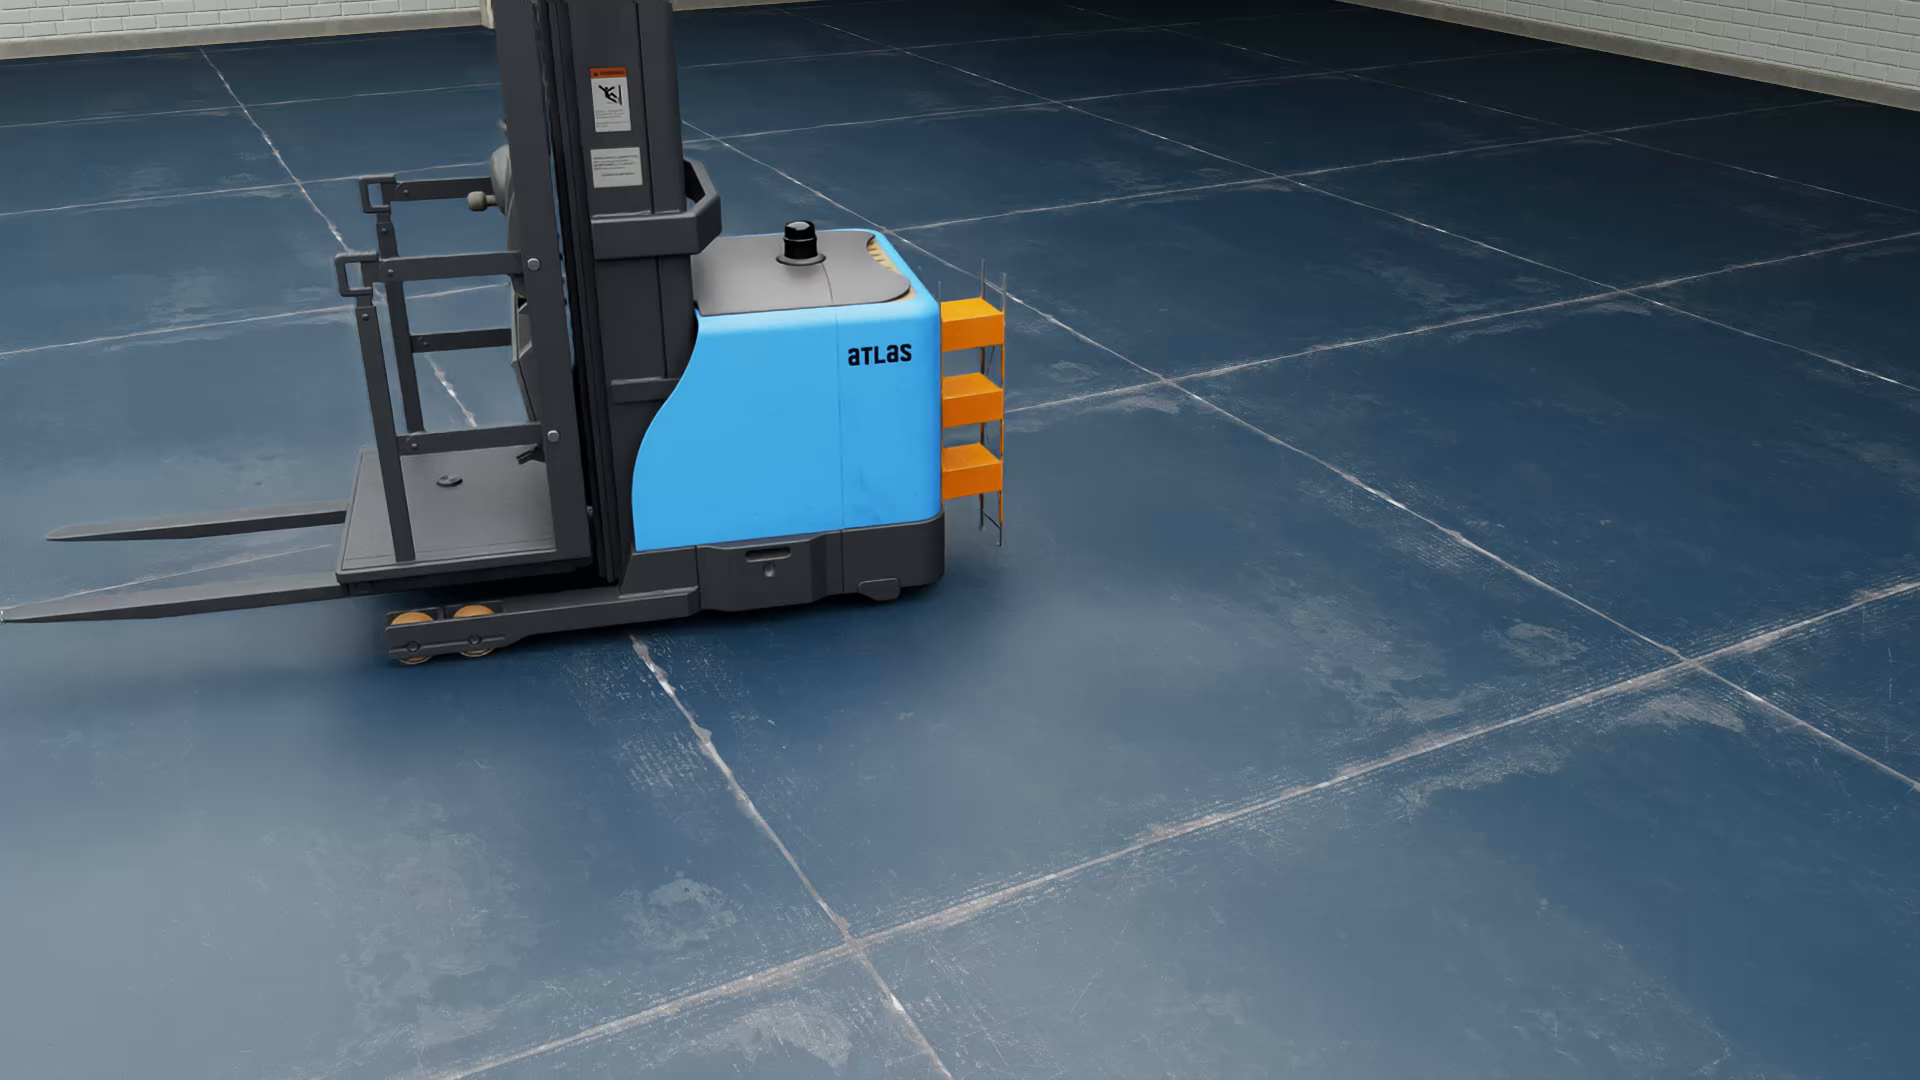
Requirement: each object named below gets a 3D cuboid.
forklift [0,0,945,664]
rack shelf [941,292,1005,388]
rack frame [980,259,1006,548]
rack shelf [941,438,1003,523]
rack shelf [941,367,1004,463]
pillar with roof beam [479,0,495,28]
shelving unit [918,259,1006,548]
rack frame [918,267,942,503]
[{"bbox_3d":[-1.627,-1.170,5.301,3.031,2.935,1.130,-6,26,-13],"label":"forklift"},{"bbox_3d":[0.006,-0.709,5.882,0.240,0.259,0.215,-10,27,-20],"label":"rack shelf"},{"bbox_3d":[0.119,-0.483,6.042,0.008,1.050,0.200,-10,27,-20],"label":"rack frame"},{"bbox_3d":[0.006,-0.202,6.125,0.240,0.259,0.215,-10,27,-20],"label":"rack shelf"},{"bbox_3d":[0.006,-0.453,6.005,0.240,0.259,0.215,-10,27,-20],"label":"rack shelf"},{"bbox_3d":[-2.802,-7.865,12.235,0.400,9.000,9.100,-13,29,-25],"label":"pillar with roof beam"},{"bbox_3d":[0.006,-0.463,6.000,0.252,1.050,0.215,-10,27,-20],"label":"shelving unit"},{"bbox_3d":[-0.107,-0.442,5.958,0.008,1.050,0.200,-10,27,-20],"label":"rack frame"}]
